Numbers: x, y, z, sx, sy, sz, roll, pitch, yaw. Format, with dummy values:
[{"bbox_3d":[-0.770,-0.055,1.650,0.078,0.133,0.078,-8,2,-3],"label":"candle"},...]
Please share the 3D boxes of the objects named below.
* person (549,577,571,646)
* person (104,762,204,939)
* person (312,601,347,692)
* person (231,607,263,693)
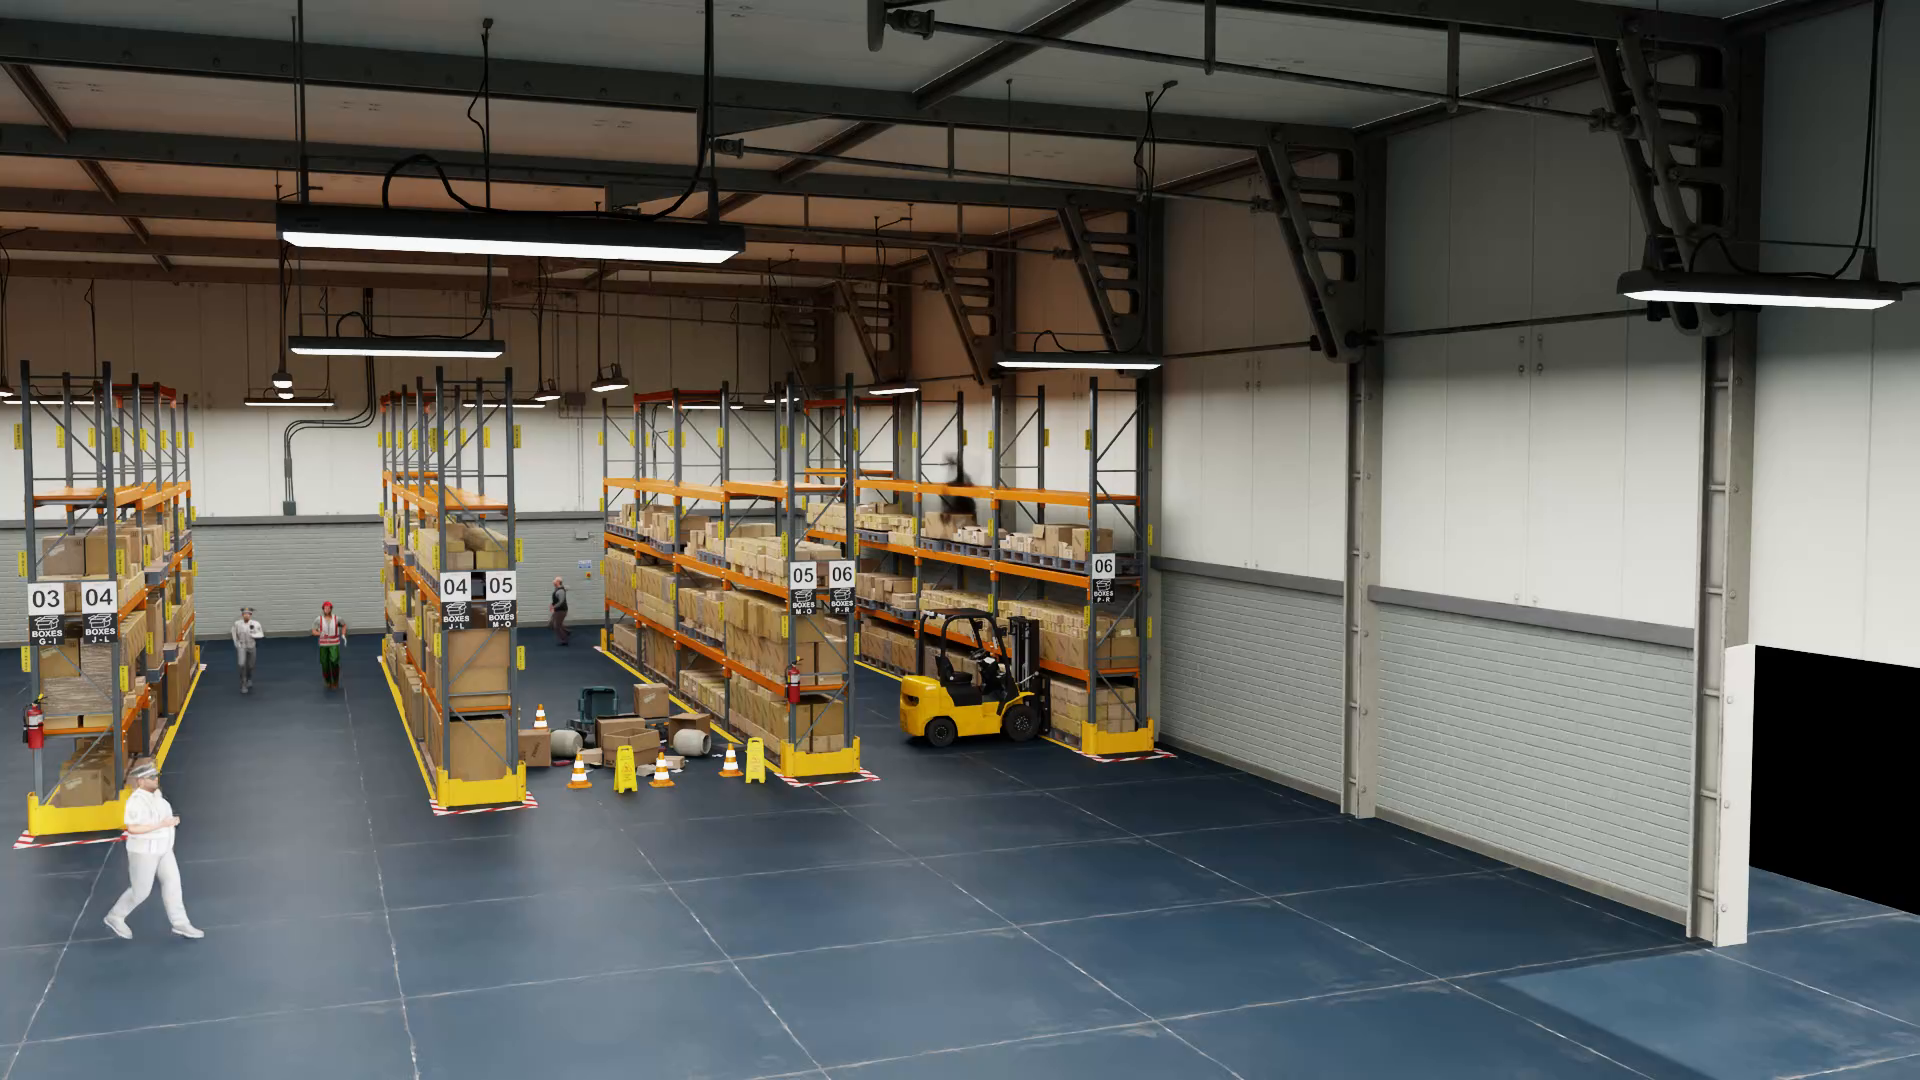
[{"bbox_3d":[-9.719,1.738,40.418,0.531,1.687,0.652,-1,4,-18],"label":"person"},{"bbox_3d":[-8.035,3.083,16.529,0.957,1.776,0.658,0,3,7],"label":"person"},{"bbox_3d":[-12.545,2.119,33.080,0.639,1.794,0.711,-1,4,-16],"label":"person"},{"bbox_3d":[-14.195,2.187,33.141,0.590,1.748,0.792,-1,4,-22],"label":"person"}]
